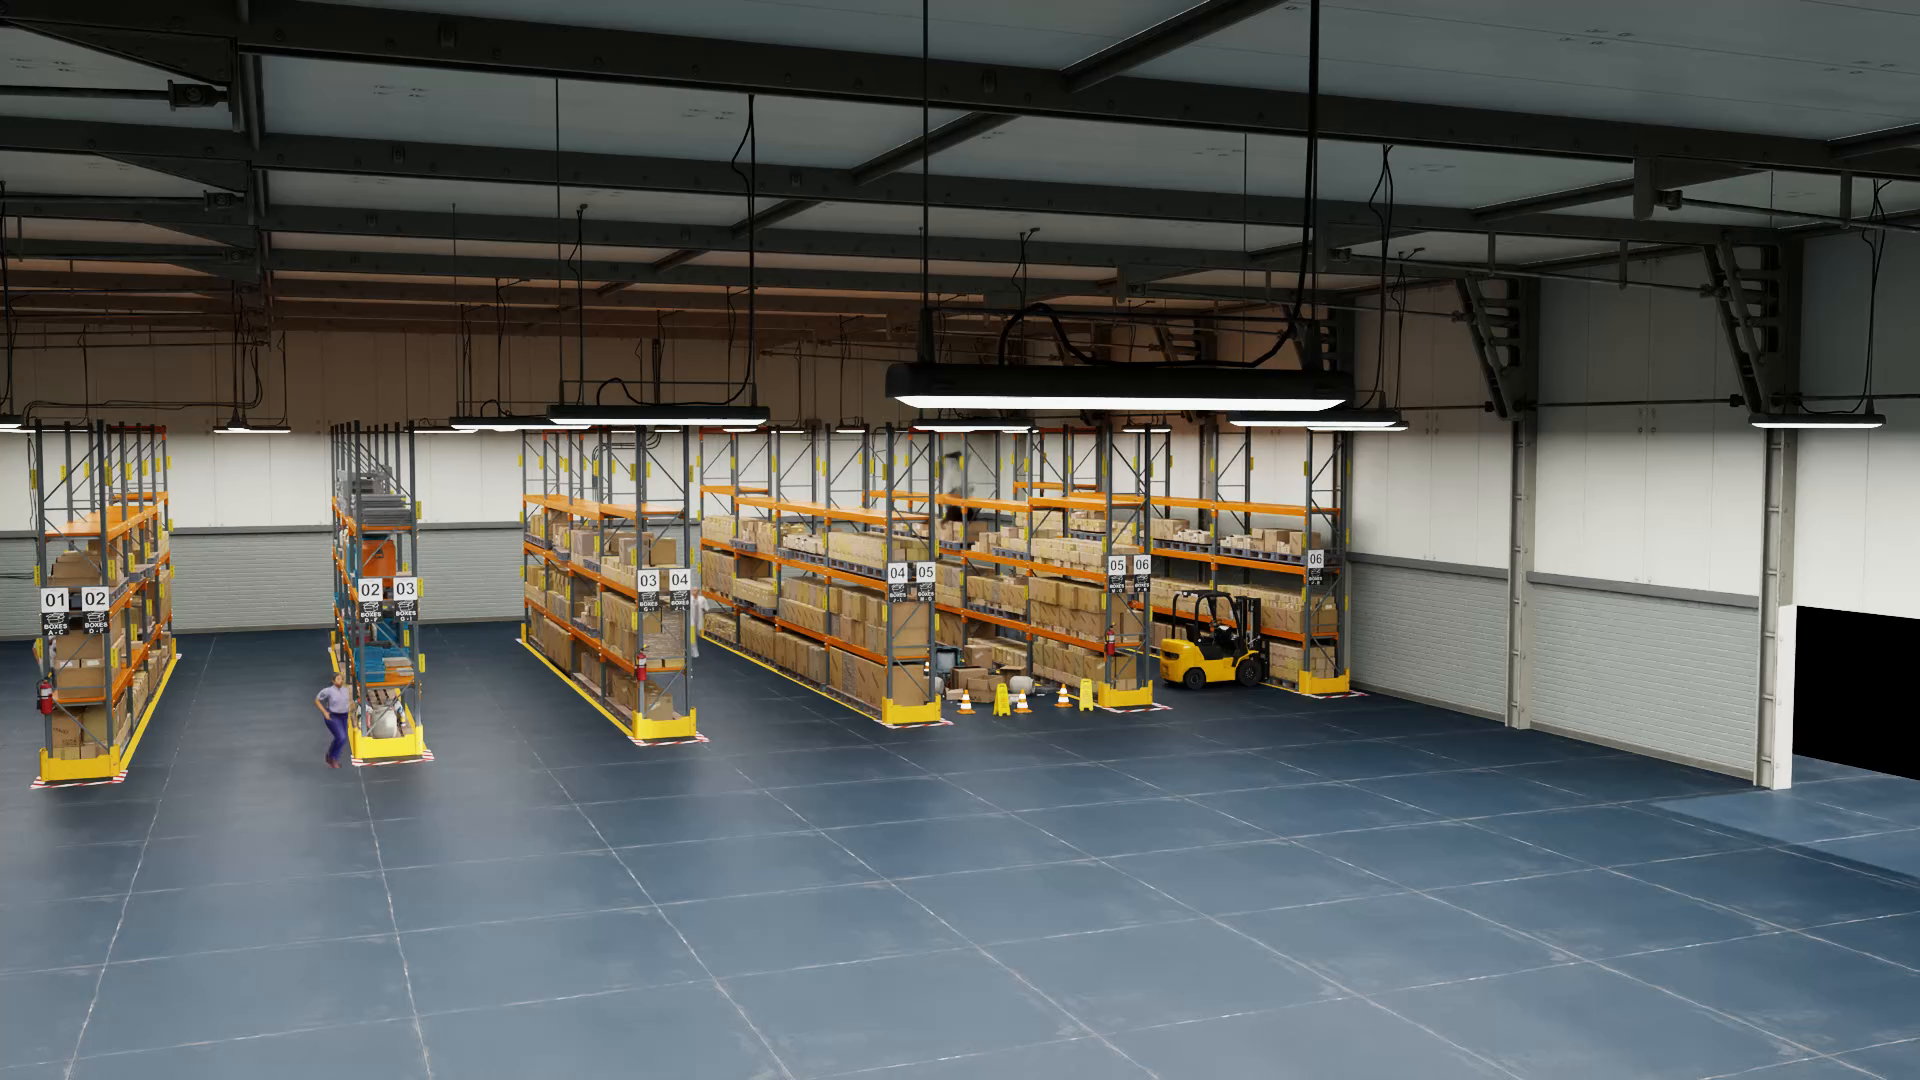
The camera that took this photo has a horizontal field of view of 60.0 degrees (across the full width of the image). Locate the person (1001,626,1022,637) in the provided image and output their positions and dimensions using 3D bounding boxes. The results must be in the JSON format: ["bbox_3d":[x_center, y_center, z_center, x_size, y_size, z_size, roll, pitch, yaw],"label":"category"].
[{"bbox_3d":[1.452,1.902,47.095,0.599,1.819,0.831,-2,4,-30],"label":"person"}]

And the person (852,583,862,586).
[{"bbox_3d":[-2.989,1.661,51.258,0.661,1.755,0.702,0,4,-7],"label":"person"}]

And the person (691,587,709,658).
[{"bbox_3d":[-6.891,2.113,43.353,0.705,1.802,1.046,-1,4,-20],"label":"person"}]

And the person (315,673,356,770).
[{"bbox_3d":[-10.726,3.124,28.675,0.693,1.669,0.579,2,4,27],"label":"person"}]

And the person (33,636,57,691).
[{"bbox_3d":[-19.437,2.736,35.544,0.642,1.627,1.020,-1,4,-21],"label":"person"}]
